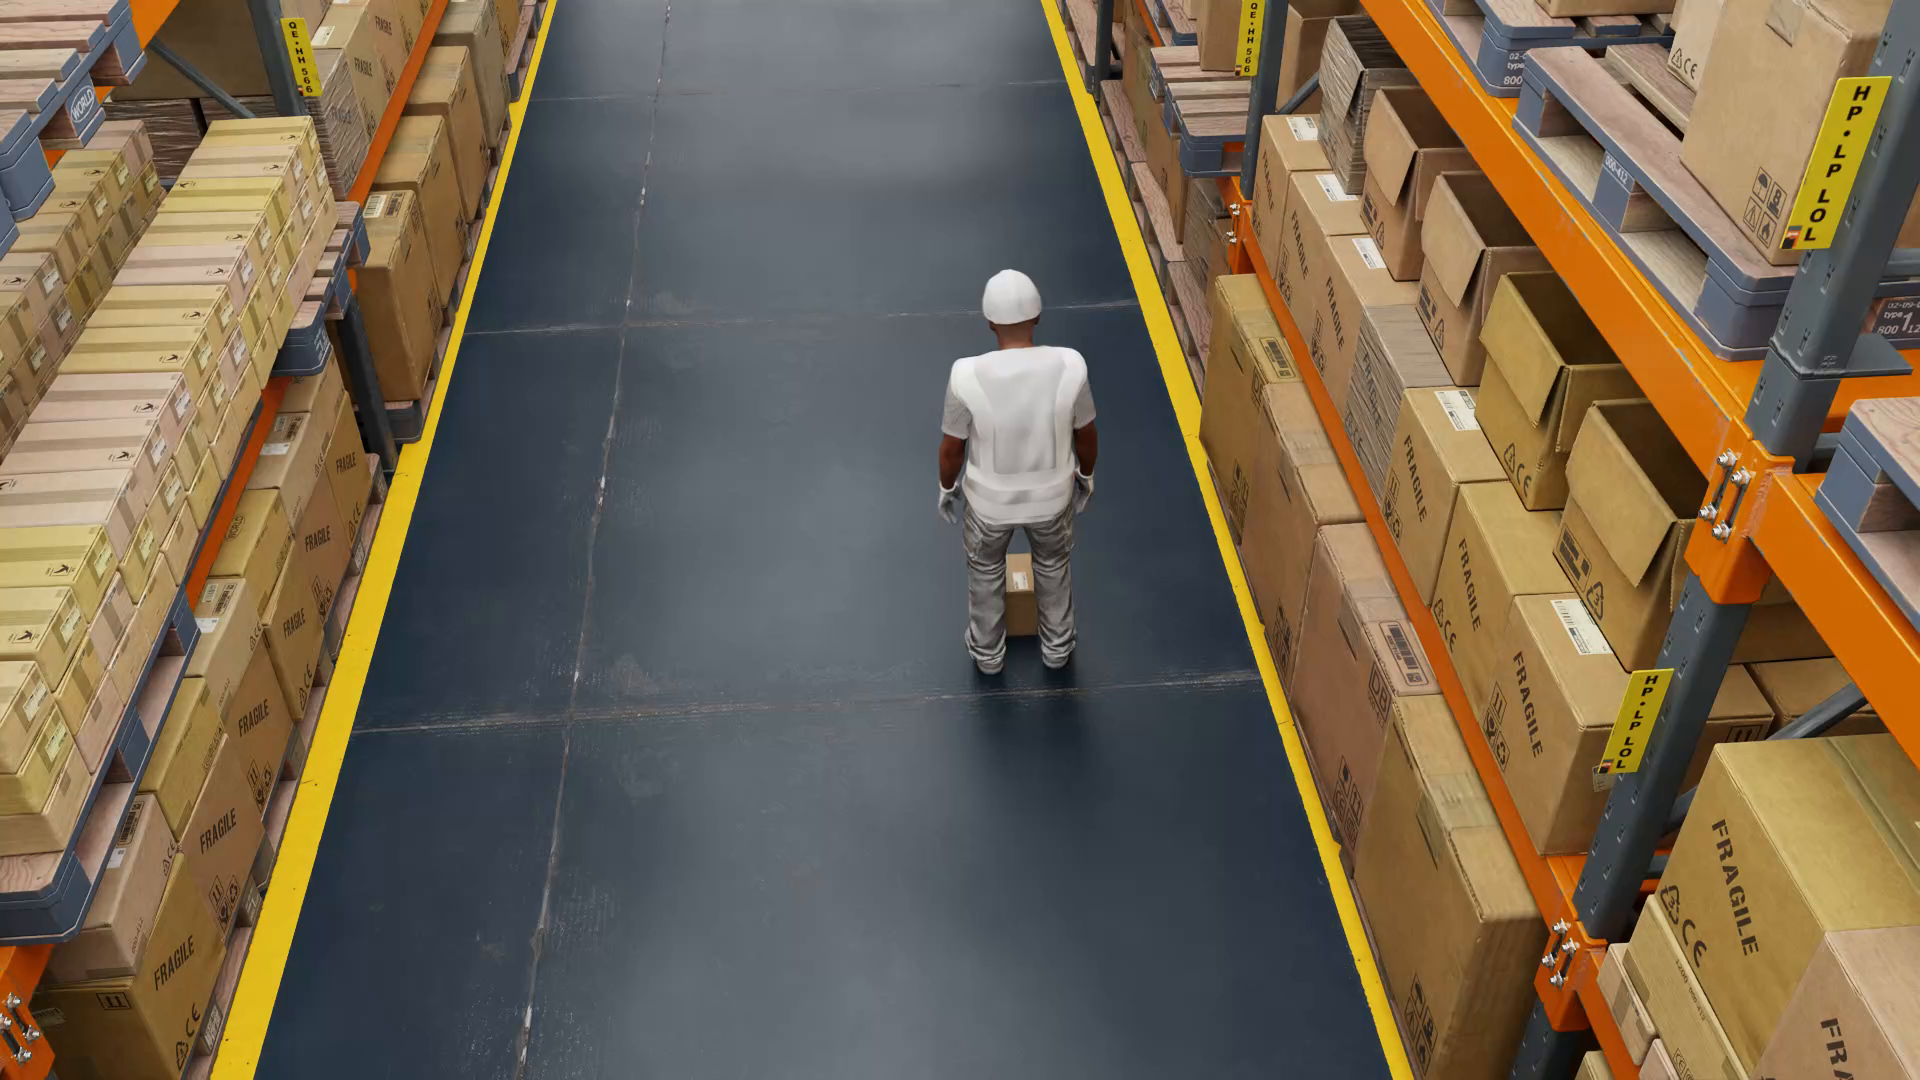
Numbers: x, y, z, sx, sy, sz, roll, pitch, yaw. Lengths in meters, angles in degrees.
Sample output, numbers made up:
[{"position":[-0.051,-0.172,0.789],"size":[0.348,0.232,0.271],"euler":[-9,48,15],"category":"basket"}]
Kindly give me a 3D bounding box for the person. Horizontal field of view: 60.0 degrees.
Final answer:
[{"position":[0.218,-0.219,6.418],"size":[0.629,1.774,0.453],"euler":[-3,39,-4],"category":"person"}]
